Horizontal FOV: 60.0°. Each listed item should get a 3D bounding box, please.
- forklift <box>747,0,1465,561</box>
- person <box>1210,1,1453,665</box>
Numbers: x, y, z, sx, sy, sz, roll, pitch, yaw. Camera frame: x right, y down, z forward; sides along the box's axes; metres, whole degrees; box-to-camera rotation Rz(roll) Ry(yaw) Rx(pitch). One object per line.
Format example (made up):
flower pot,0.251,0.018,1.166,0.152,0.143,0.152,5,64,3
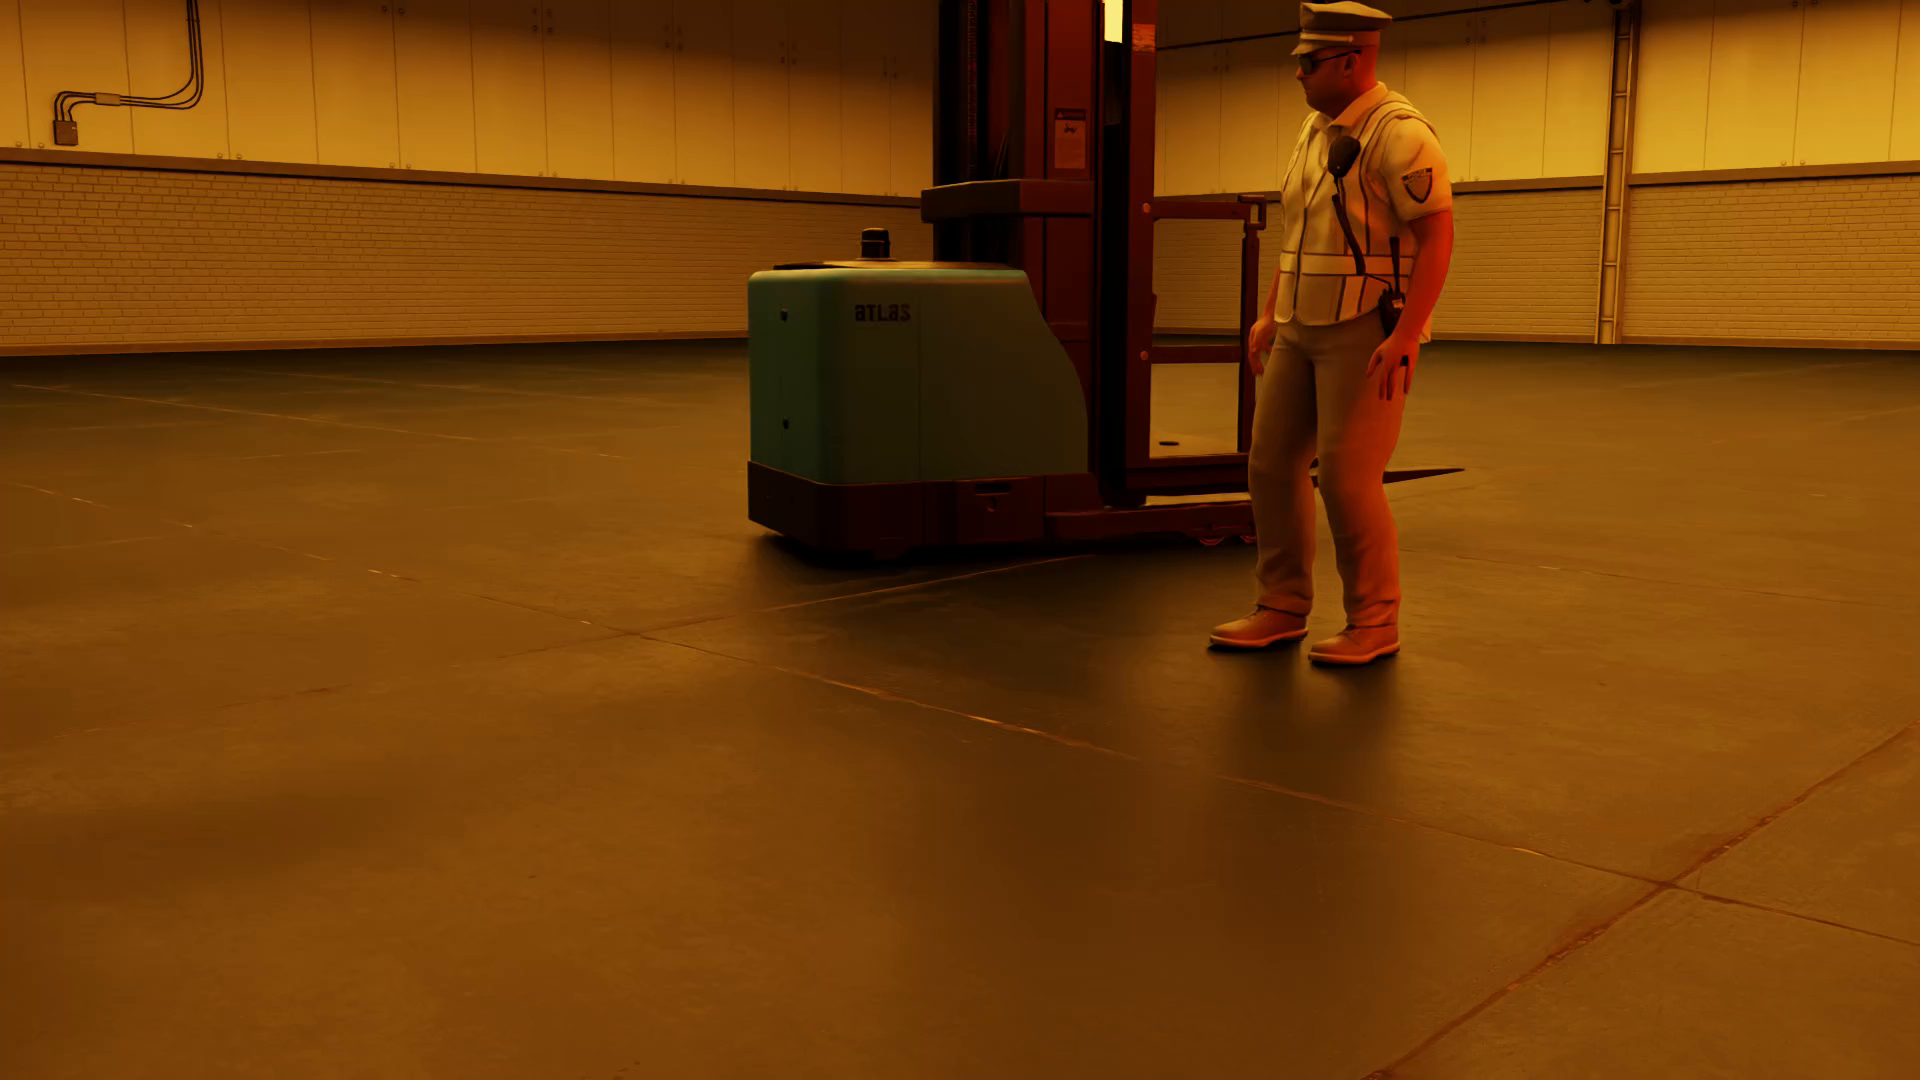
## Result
forklift,0.696,-1.495,6.802,3.031,2.935,1.130,-4,9,-23
person,1.007,-0.550,4.516,0.493,1.742,0.692,-4,10,-27
